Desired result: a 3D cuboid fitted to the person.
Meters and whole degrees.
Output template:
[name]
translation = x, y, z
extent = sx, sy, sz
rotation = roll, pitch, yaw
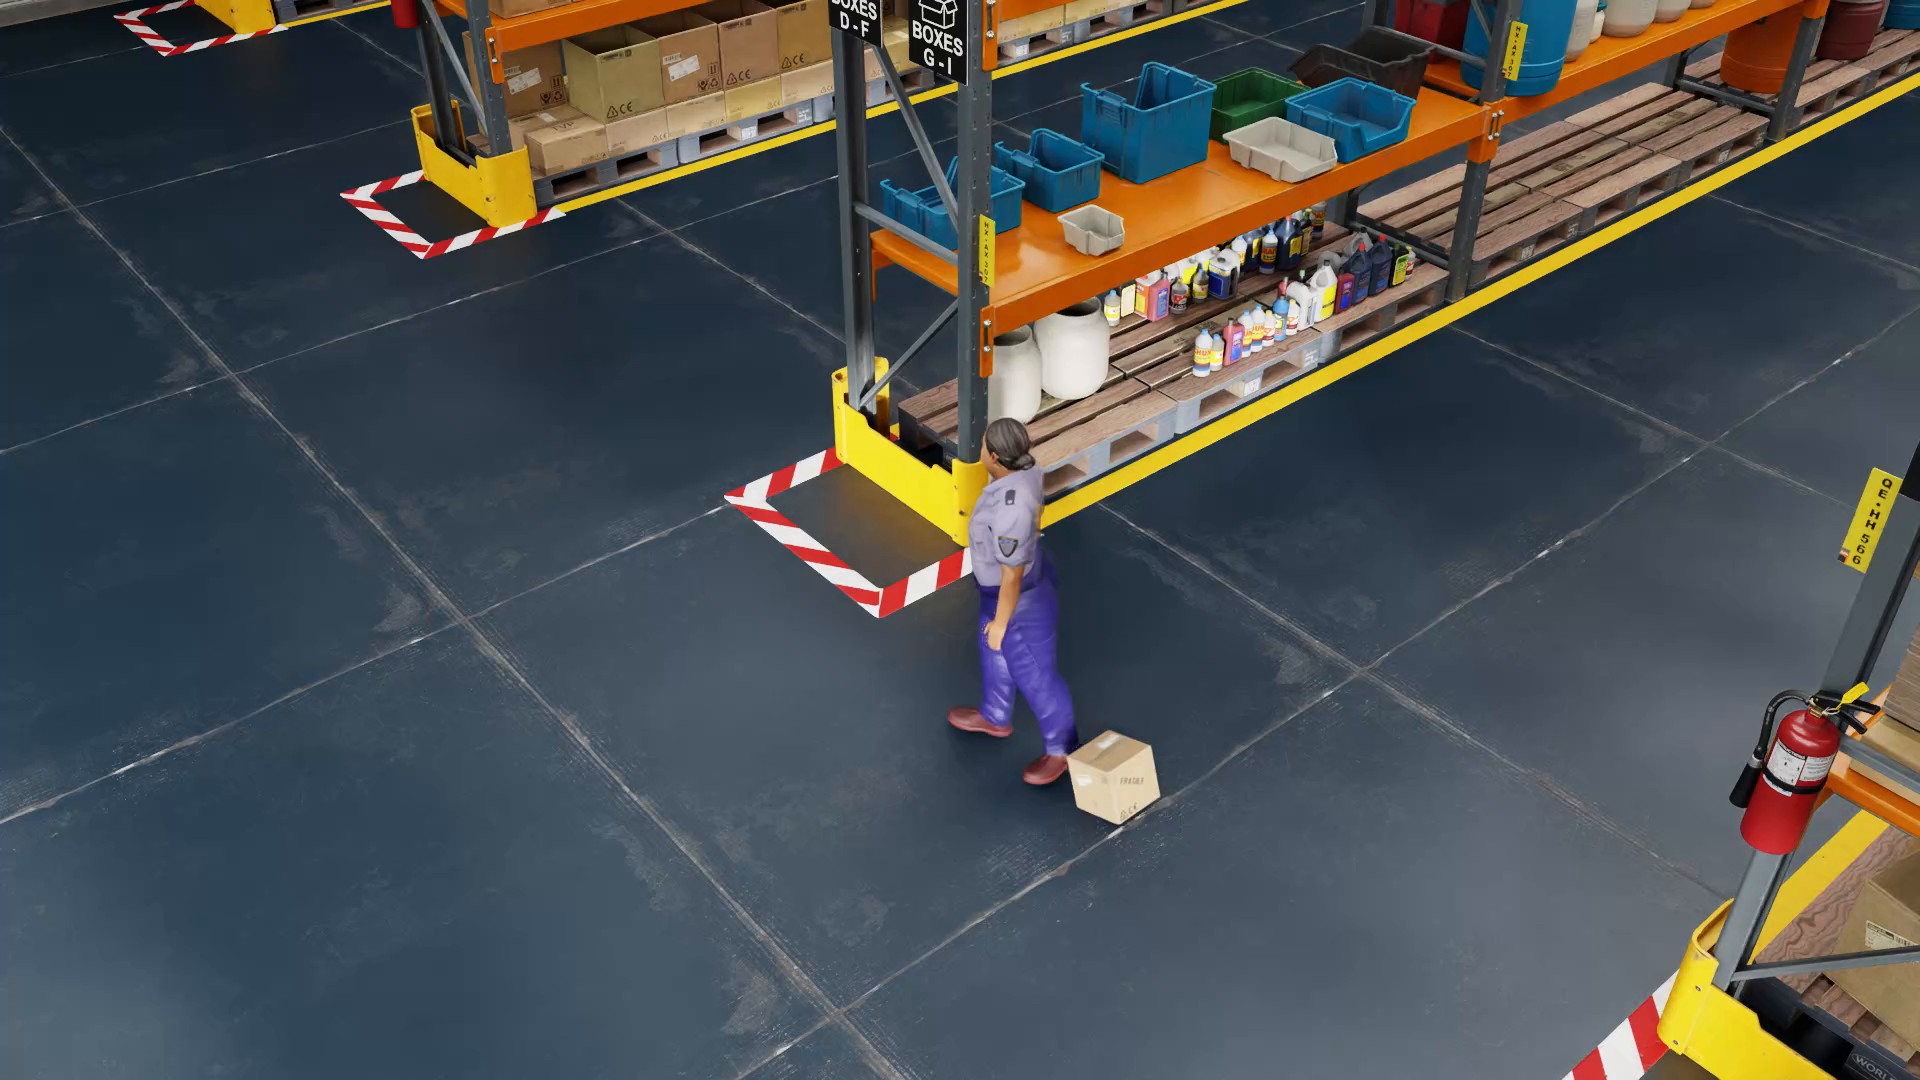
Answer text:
[person]
translation = 0.232, 0.236, 6.765
extent = 0.598, 1.638, 0.528
rotation = 3, 36, 4
